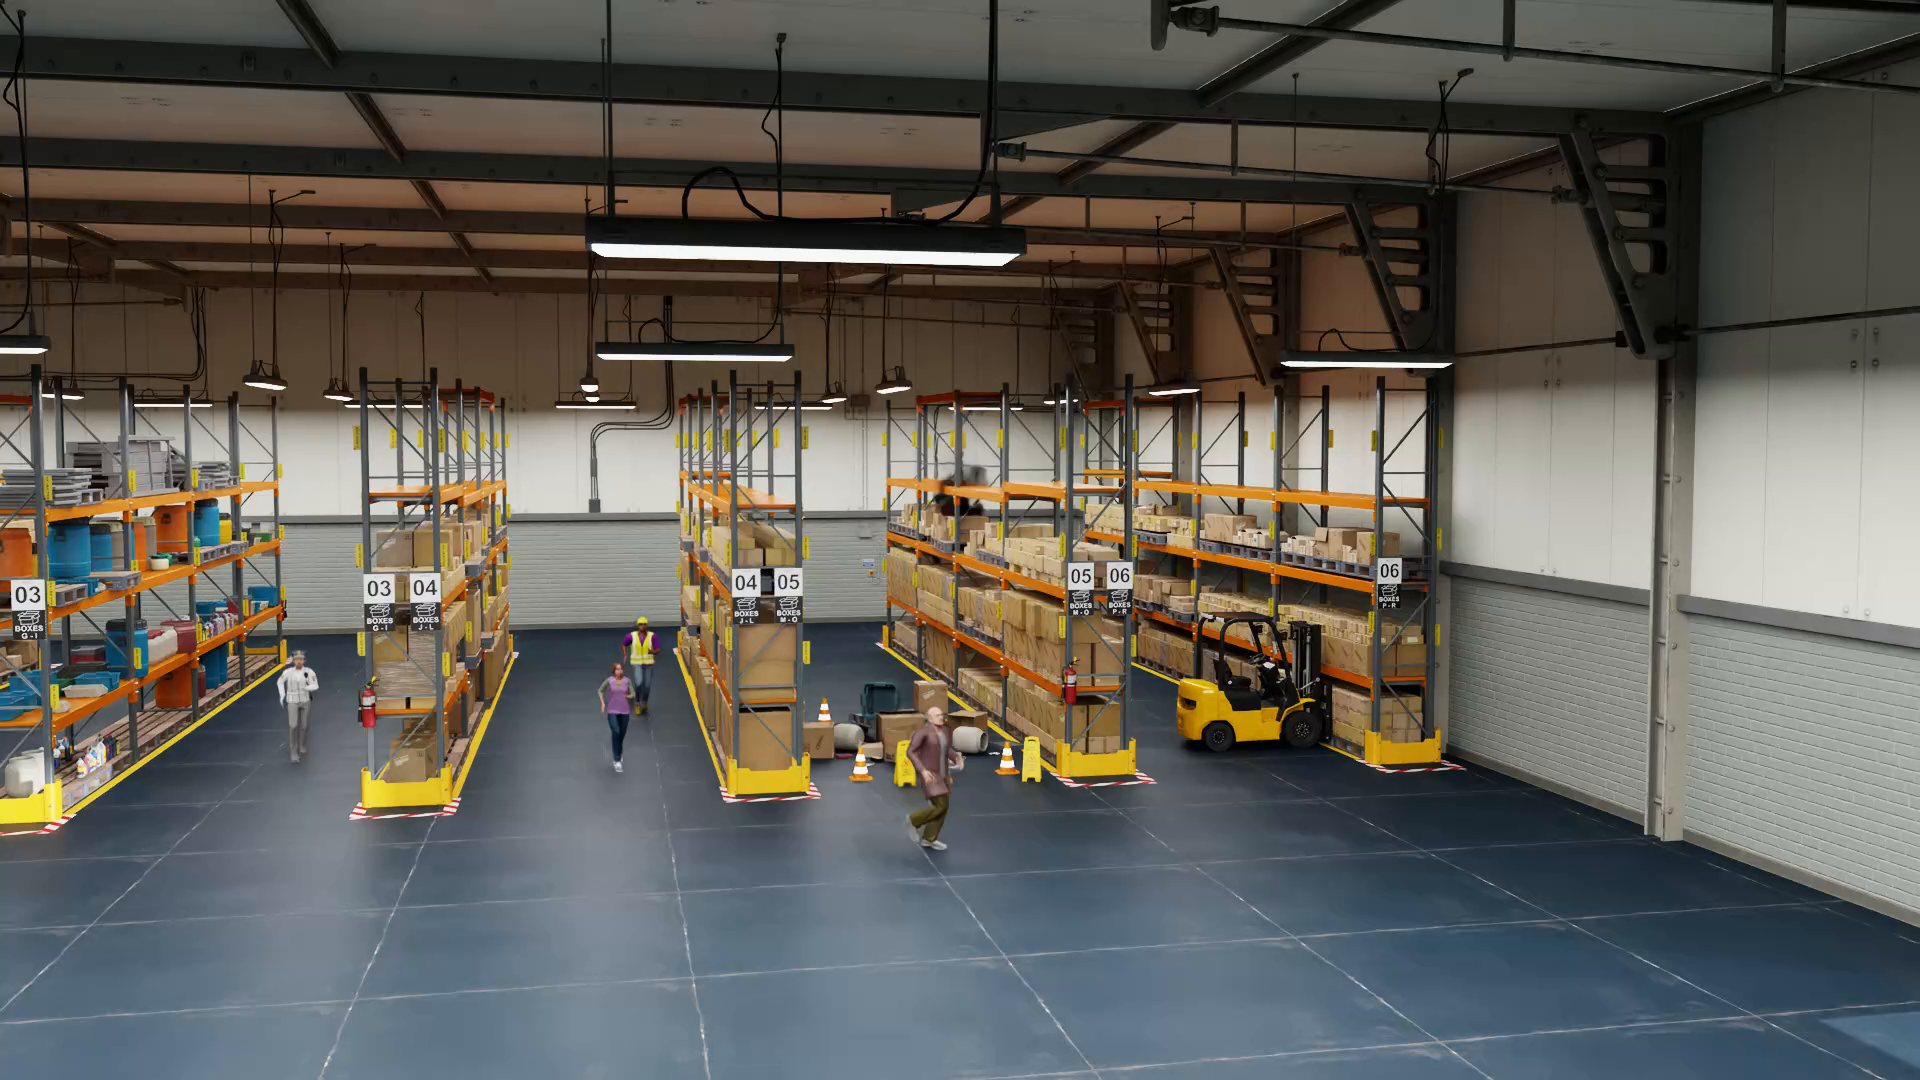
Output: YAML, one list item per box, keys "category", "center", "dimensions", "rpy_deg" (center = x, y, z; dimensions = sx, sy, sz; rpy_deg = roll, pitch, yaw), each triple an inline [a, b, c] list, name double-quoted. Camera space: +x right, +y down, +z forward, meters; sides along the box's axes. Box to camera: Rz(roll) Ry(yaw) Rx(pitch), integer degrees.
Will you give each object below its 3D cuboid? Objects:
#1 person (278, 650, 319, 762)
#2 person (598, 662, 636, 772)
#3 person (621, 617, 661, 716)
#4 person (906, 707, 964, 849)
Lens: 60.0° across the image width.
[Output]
- category: "person"
  center: [-10.402, 2.603, 26.167]
  dimensions: [0.576, 1.749, 0.706]
  rpy_deg: [-2, 4, -26]
- category: "person"
  center: [-5.239, 2.675, 25.447]
  dimensions: [0.514, 1.636, 0.757]
  rpy_deg: [-2, 4, -28]
- category: "person"
  center: [-5.824, 2.313, 30.478]
  dimensions: [0.670, 1.798, 0.728]
  rpy_deg: [-1, 4, -19]
- category: "person"
  center: [-0.297, 2.918, 20.445]
  dimensions: [0.670, 1.747, 0.699]
  rpy_deg: [3, 4, 38]
